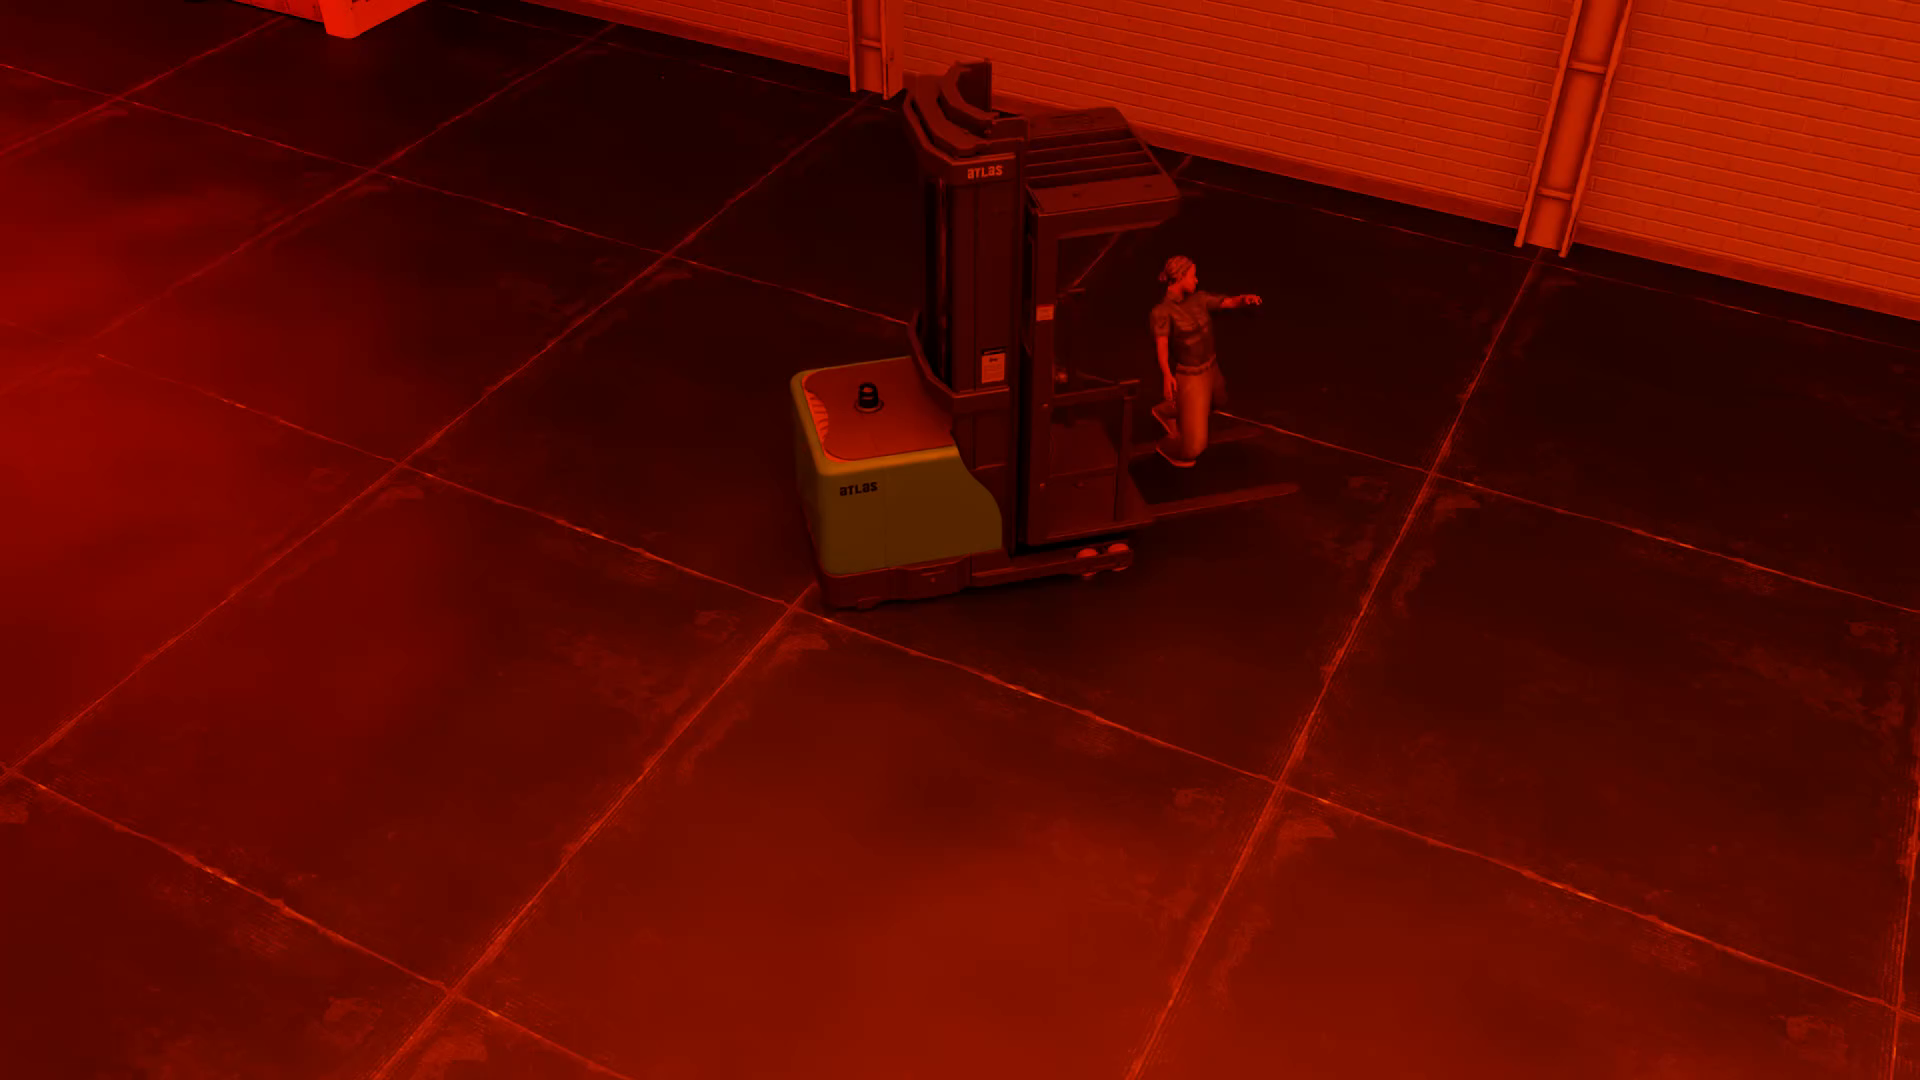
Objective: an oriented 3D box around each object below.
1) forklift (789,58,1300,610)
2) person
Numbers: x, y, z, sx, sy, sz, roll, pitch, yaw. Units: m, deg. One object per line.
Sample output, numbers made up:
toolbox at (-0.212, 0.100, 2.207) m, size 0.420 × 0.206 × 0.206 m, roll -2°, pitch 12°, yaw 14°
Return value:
forklift at (0.558, -1.225, 9.441) m, size 3.031 × 2.935 × 1.130 m, roll -9°, pitch 41°, yaw -11°
person at (1.385, -0.947, 10.220) m, size 0.751 × 1.384 × 0.993 m, roll 20°, pitch 44°, yaw 22°
